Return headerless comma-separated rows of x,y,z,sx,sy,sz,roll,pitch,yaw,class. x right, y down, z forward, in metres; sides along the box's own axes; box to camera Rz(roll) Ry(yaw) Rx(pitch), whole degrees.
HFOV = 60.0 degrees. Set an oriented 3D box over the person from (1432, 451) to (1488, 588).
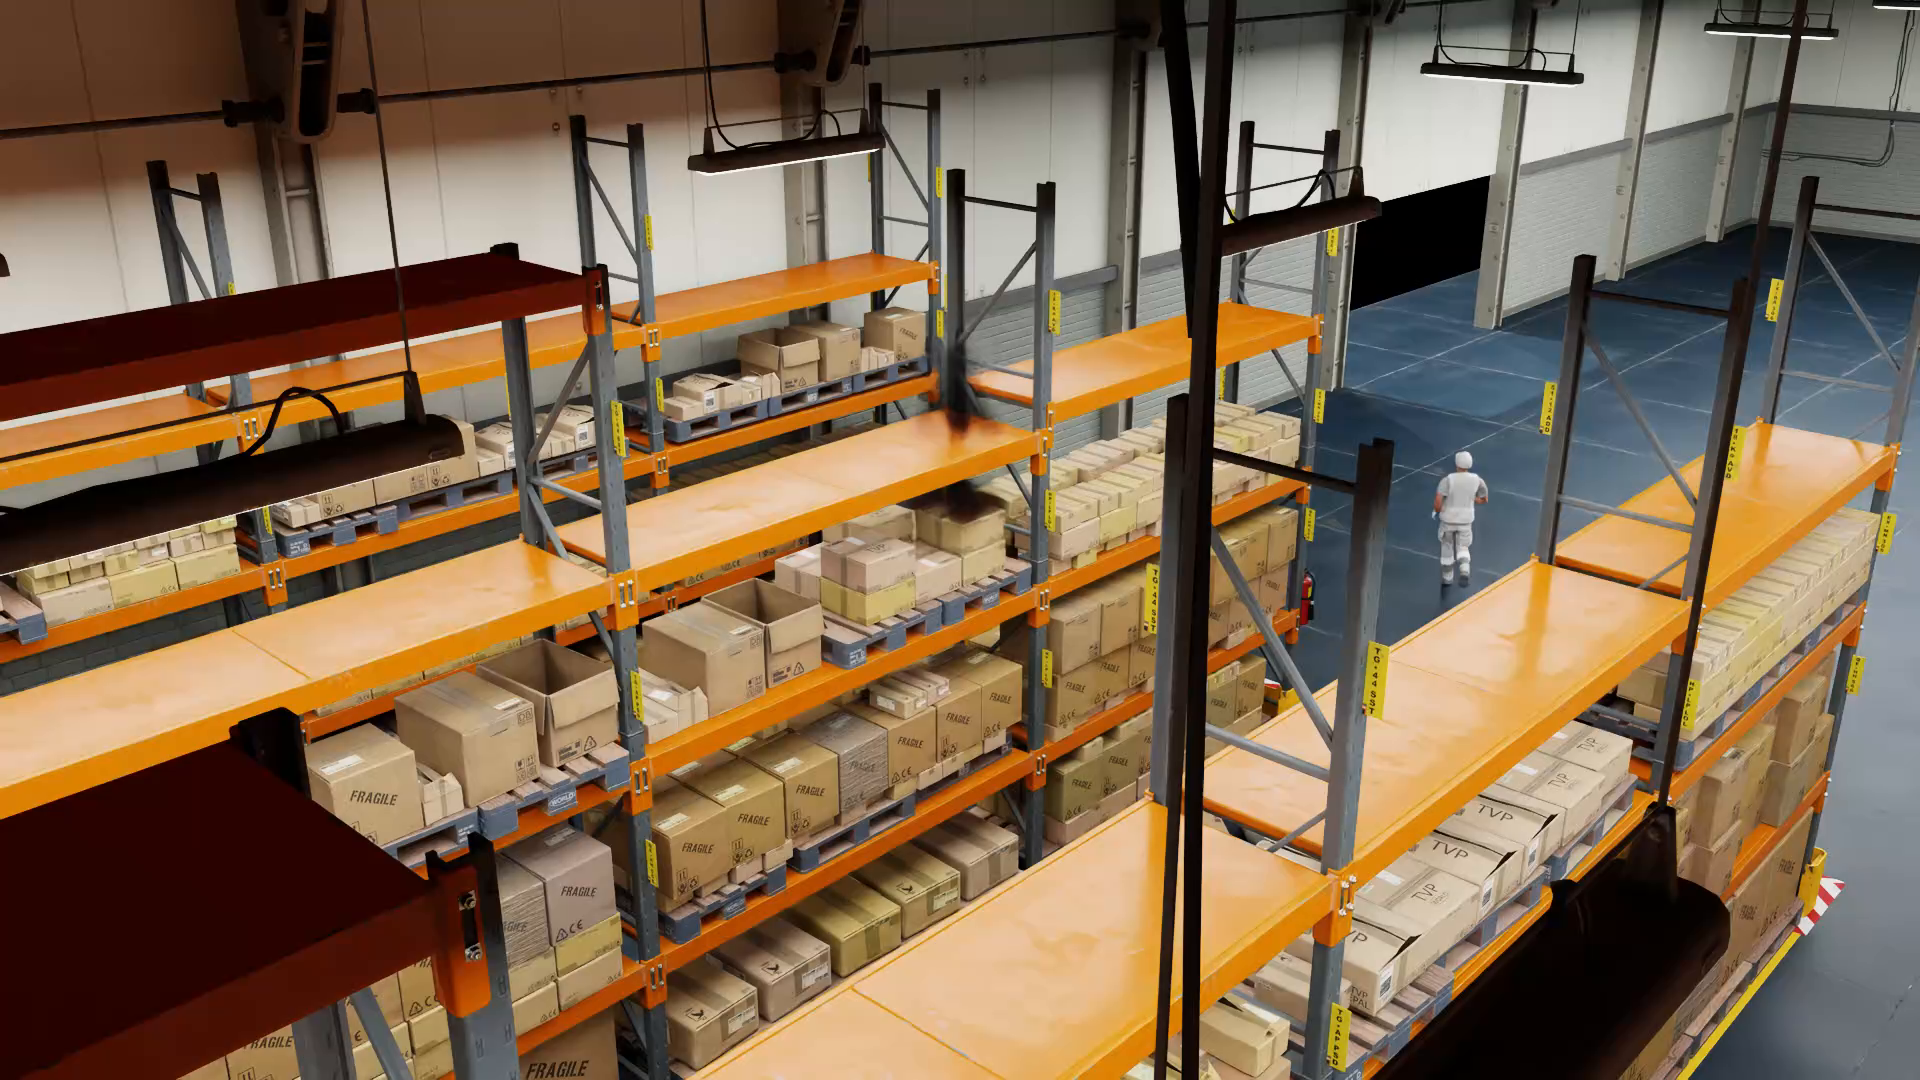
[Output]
6.040,-0.224,20.162,0.657,1.758,0.790,1,21,4,person
